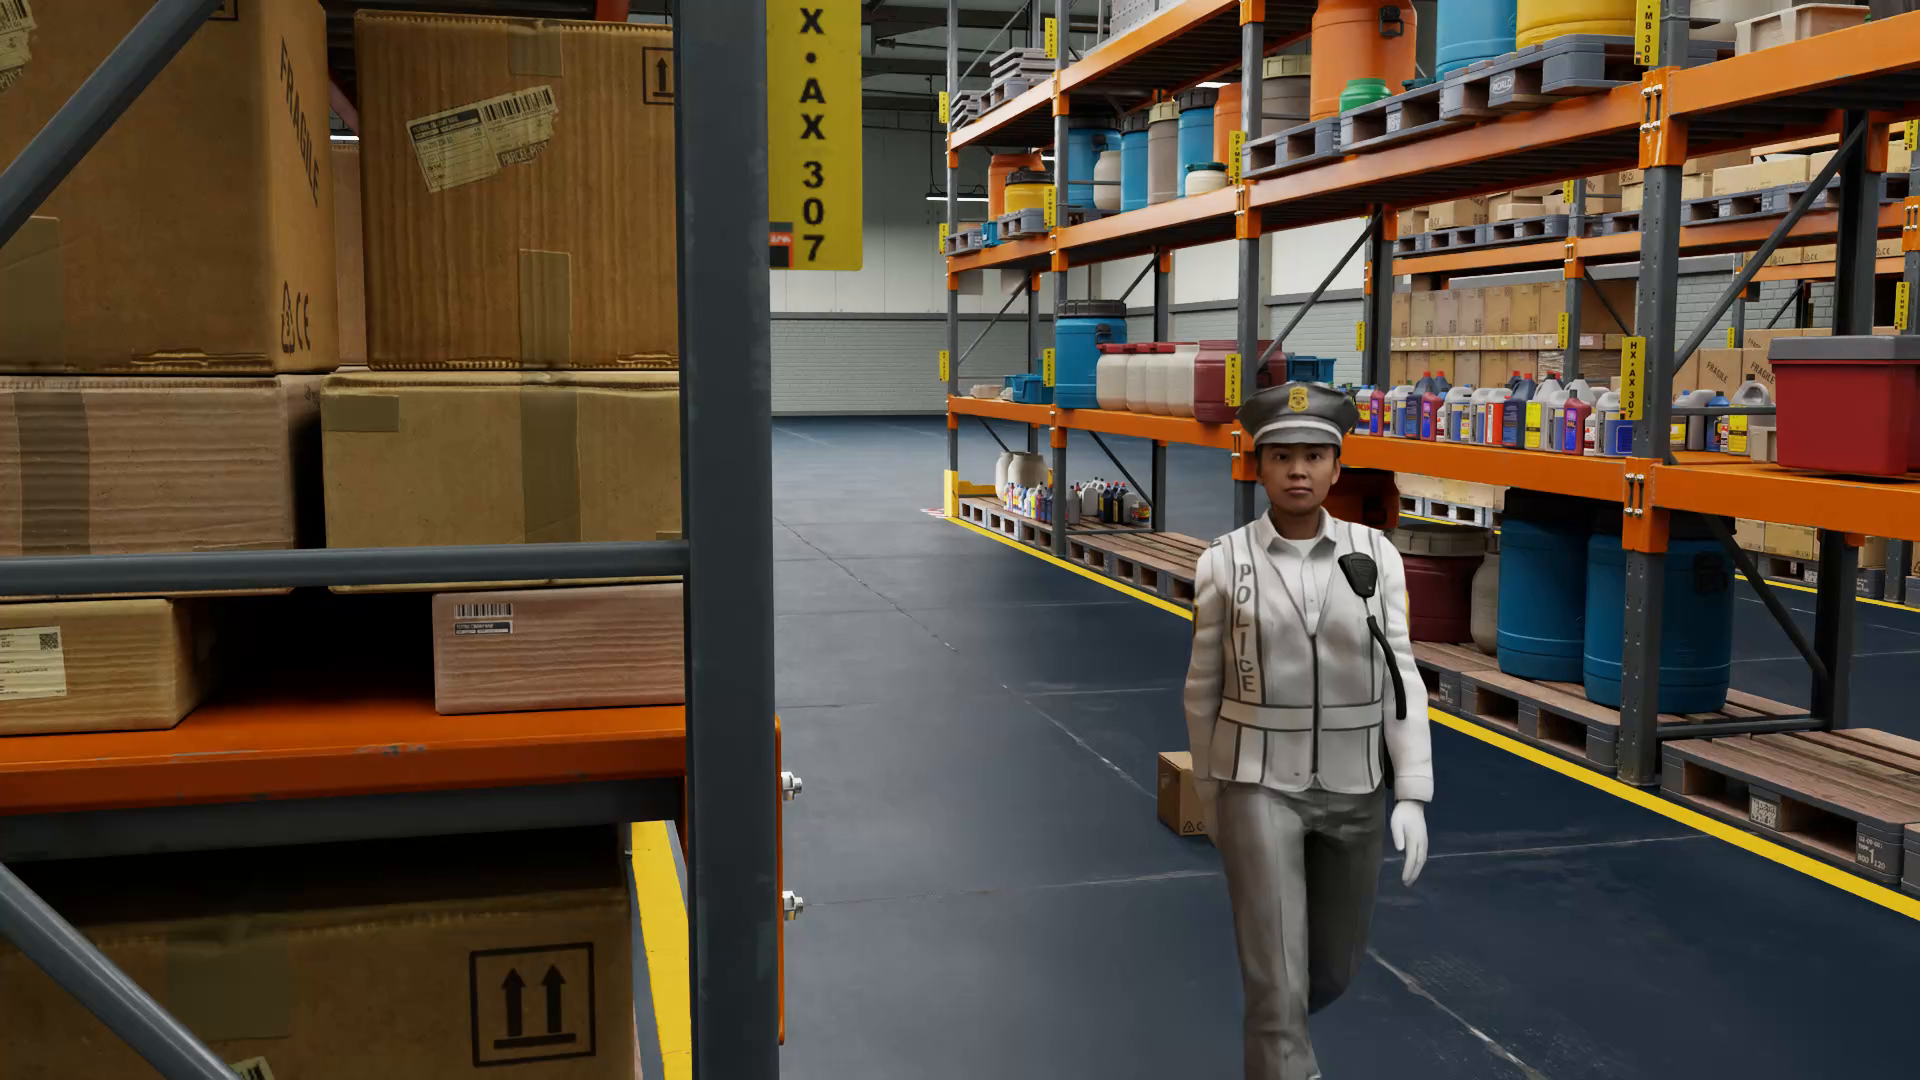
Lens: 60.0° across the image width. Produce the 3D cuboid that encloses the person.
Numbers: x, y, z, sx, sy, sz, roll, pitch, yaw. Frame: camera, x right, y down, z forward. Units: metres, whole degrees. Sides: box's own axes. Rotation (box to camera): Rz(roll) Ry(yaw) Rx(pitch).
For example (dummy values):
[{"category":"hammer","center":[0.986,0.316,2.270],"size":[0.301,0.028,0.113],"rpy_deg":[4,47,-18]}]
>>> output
[{"category":"person","center":[0.705,0.501,3.410],"size":[0.467,1.646,0.942],"rpy_deg":[0,6,-2]}]
